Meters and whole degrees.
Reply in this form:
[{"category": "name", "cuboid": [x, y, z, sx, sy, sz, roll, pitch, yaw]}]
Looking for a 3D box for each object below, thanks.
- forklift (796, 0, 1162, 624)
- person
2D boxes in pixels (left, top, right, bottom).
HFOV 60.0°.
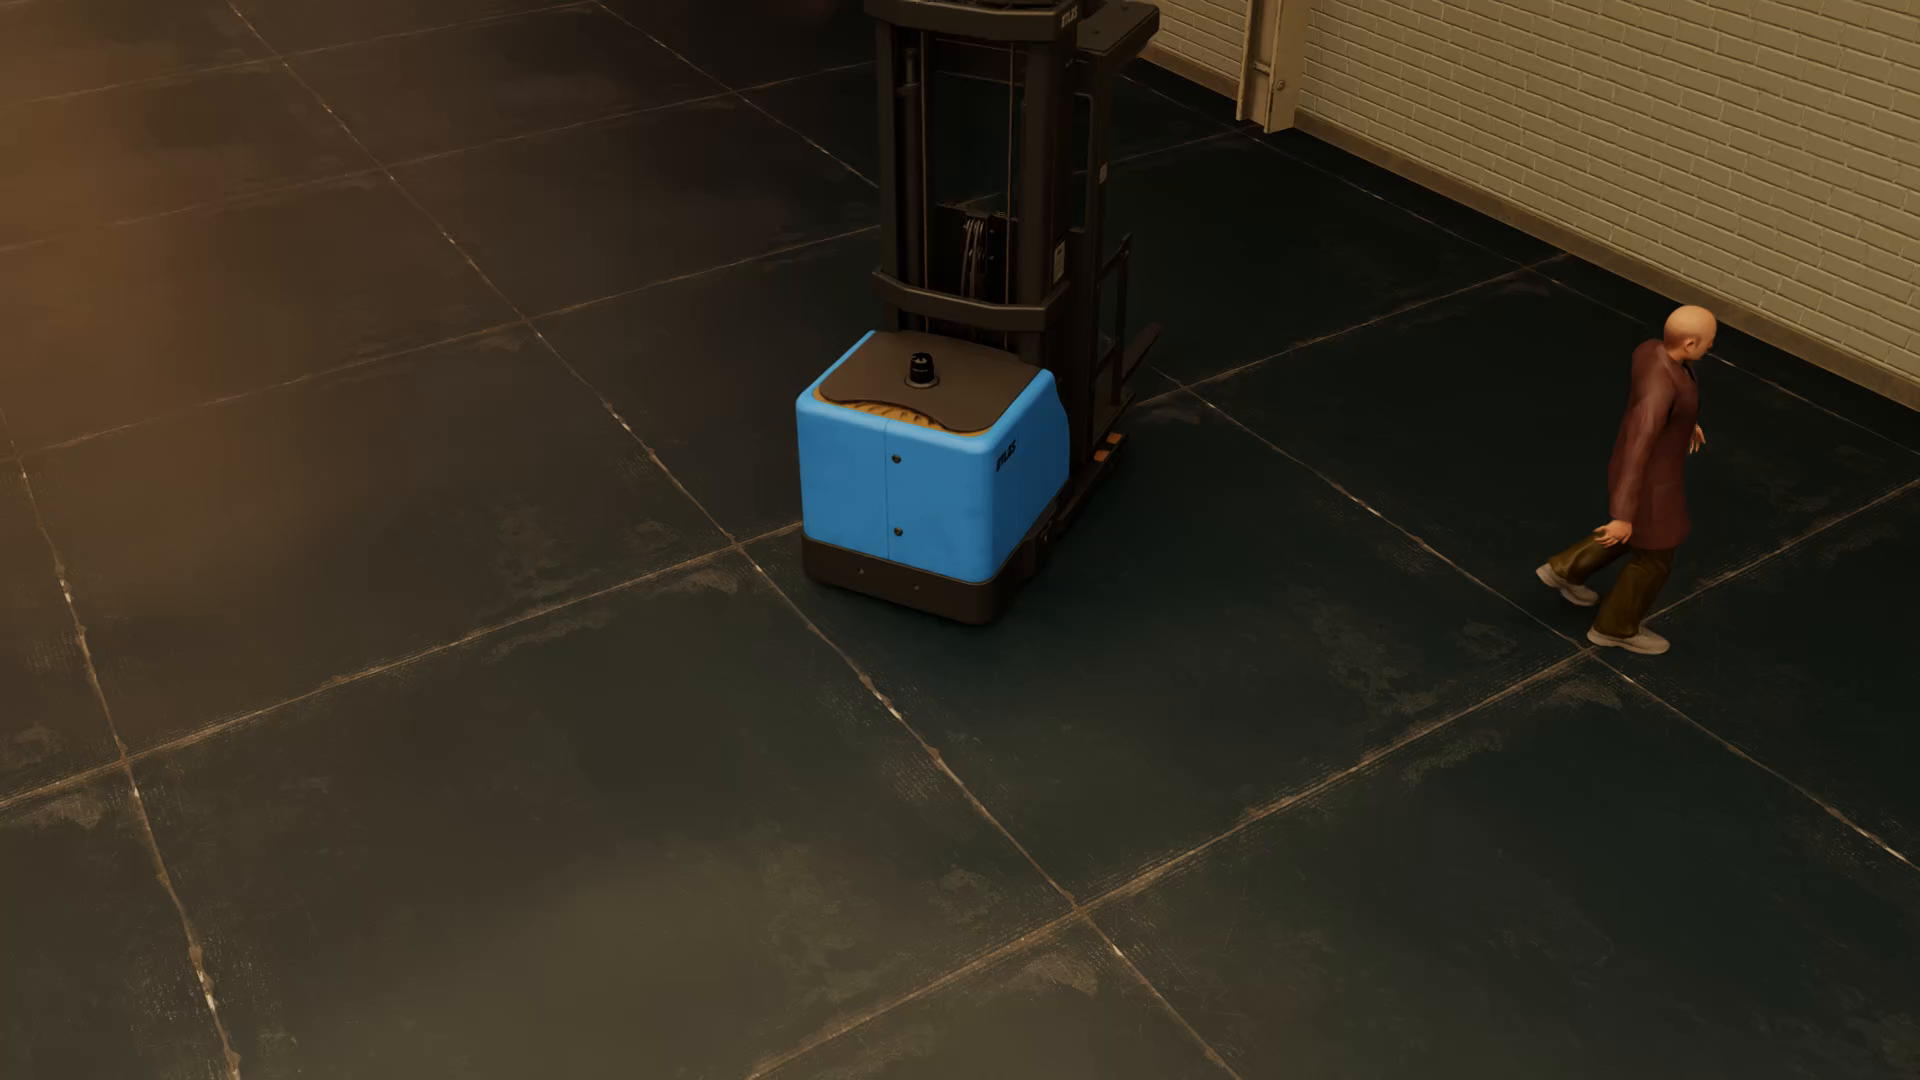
[{"category": "forklift", "cuboid": [0.293, -1.630, 8.468, 1.130, 2.935, 3.031, 15, 38, 20]}, {"category": "person", "cuboid": [3.089, -0.274, 7.560, 0.651, 1.761, 0.852, 6, 36, 9]}]
